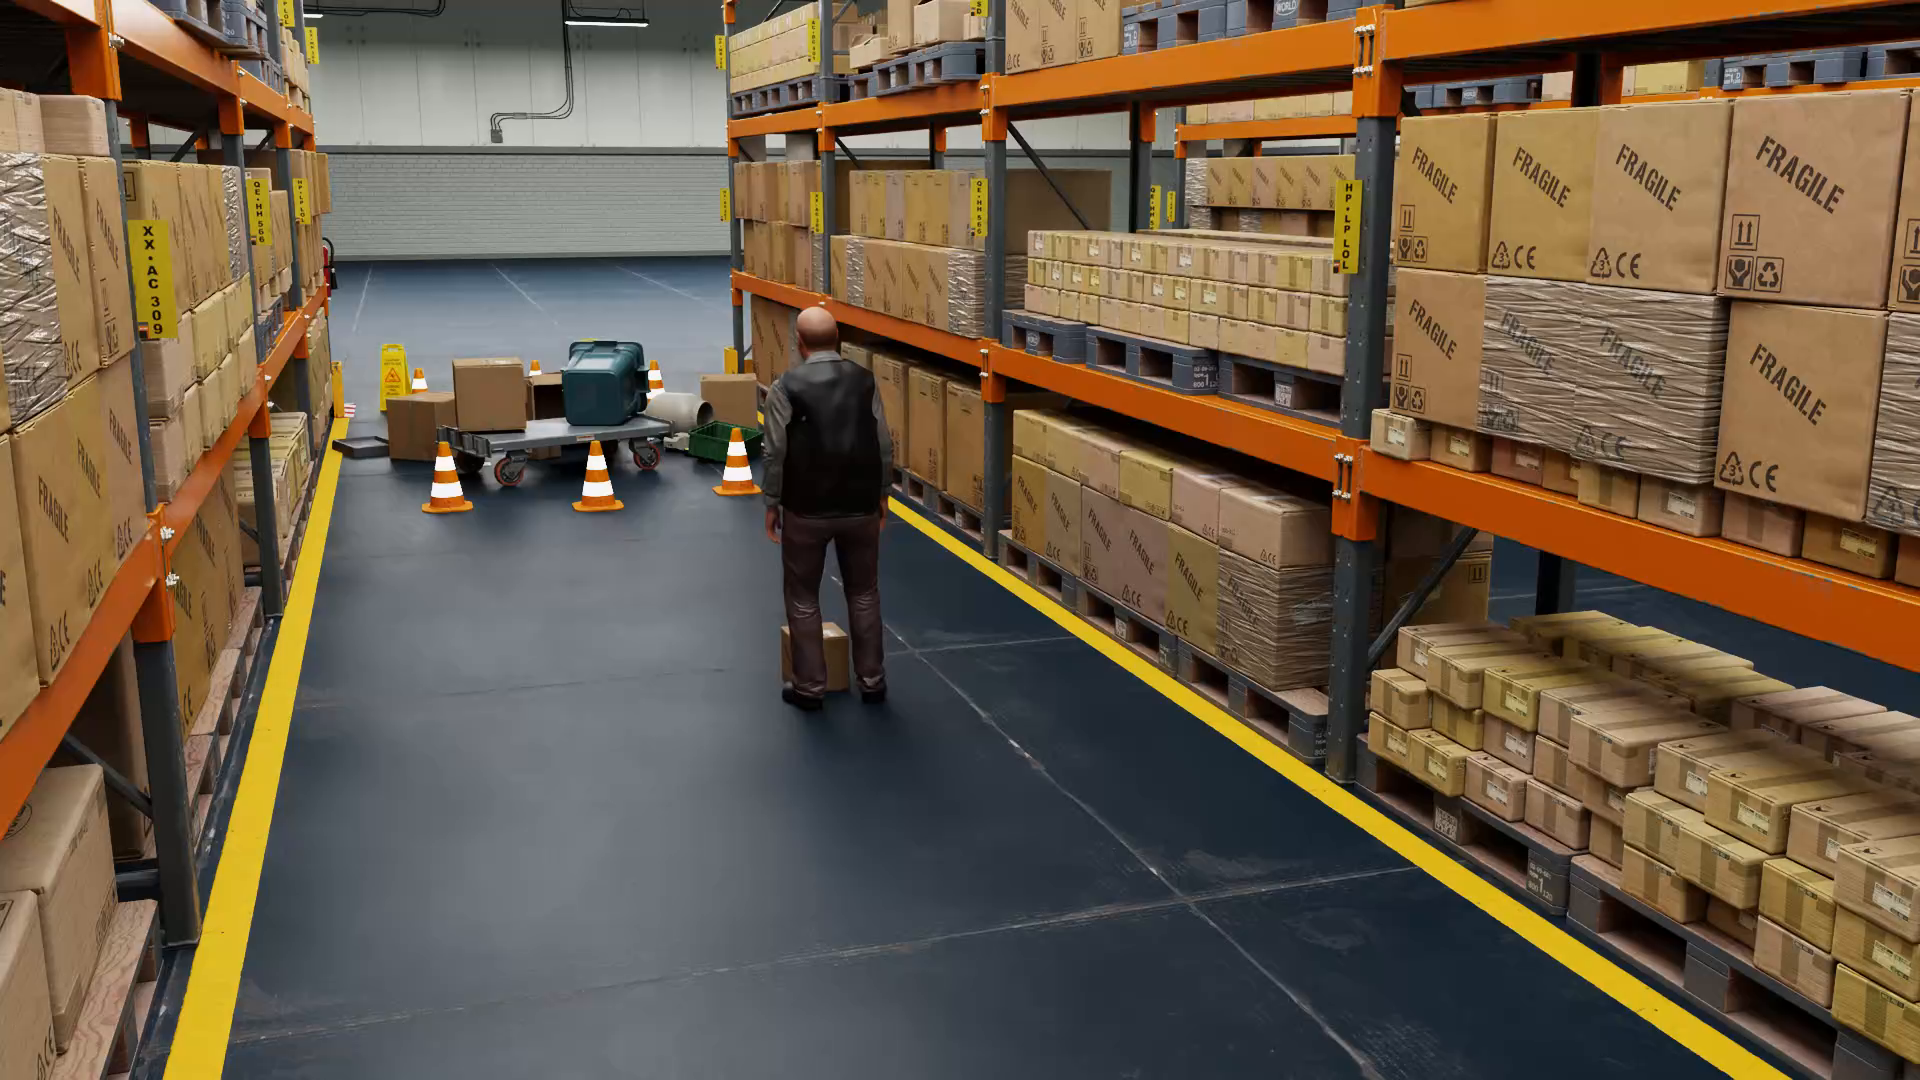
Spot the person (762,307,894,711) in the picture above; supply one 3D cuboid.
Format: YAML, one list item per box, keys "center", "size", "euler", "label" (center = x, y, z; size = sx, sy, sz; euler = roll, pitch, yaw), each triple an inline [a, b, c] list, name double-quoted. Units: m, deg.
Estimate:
- center: [-0.560, -0.127, 7.108]
  size: [0.579, 1.719, 0.422]
  euler: [-5, 13, -21]
  label: "person"
